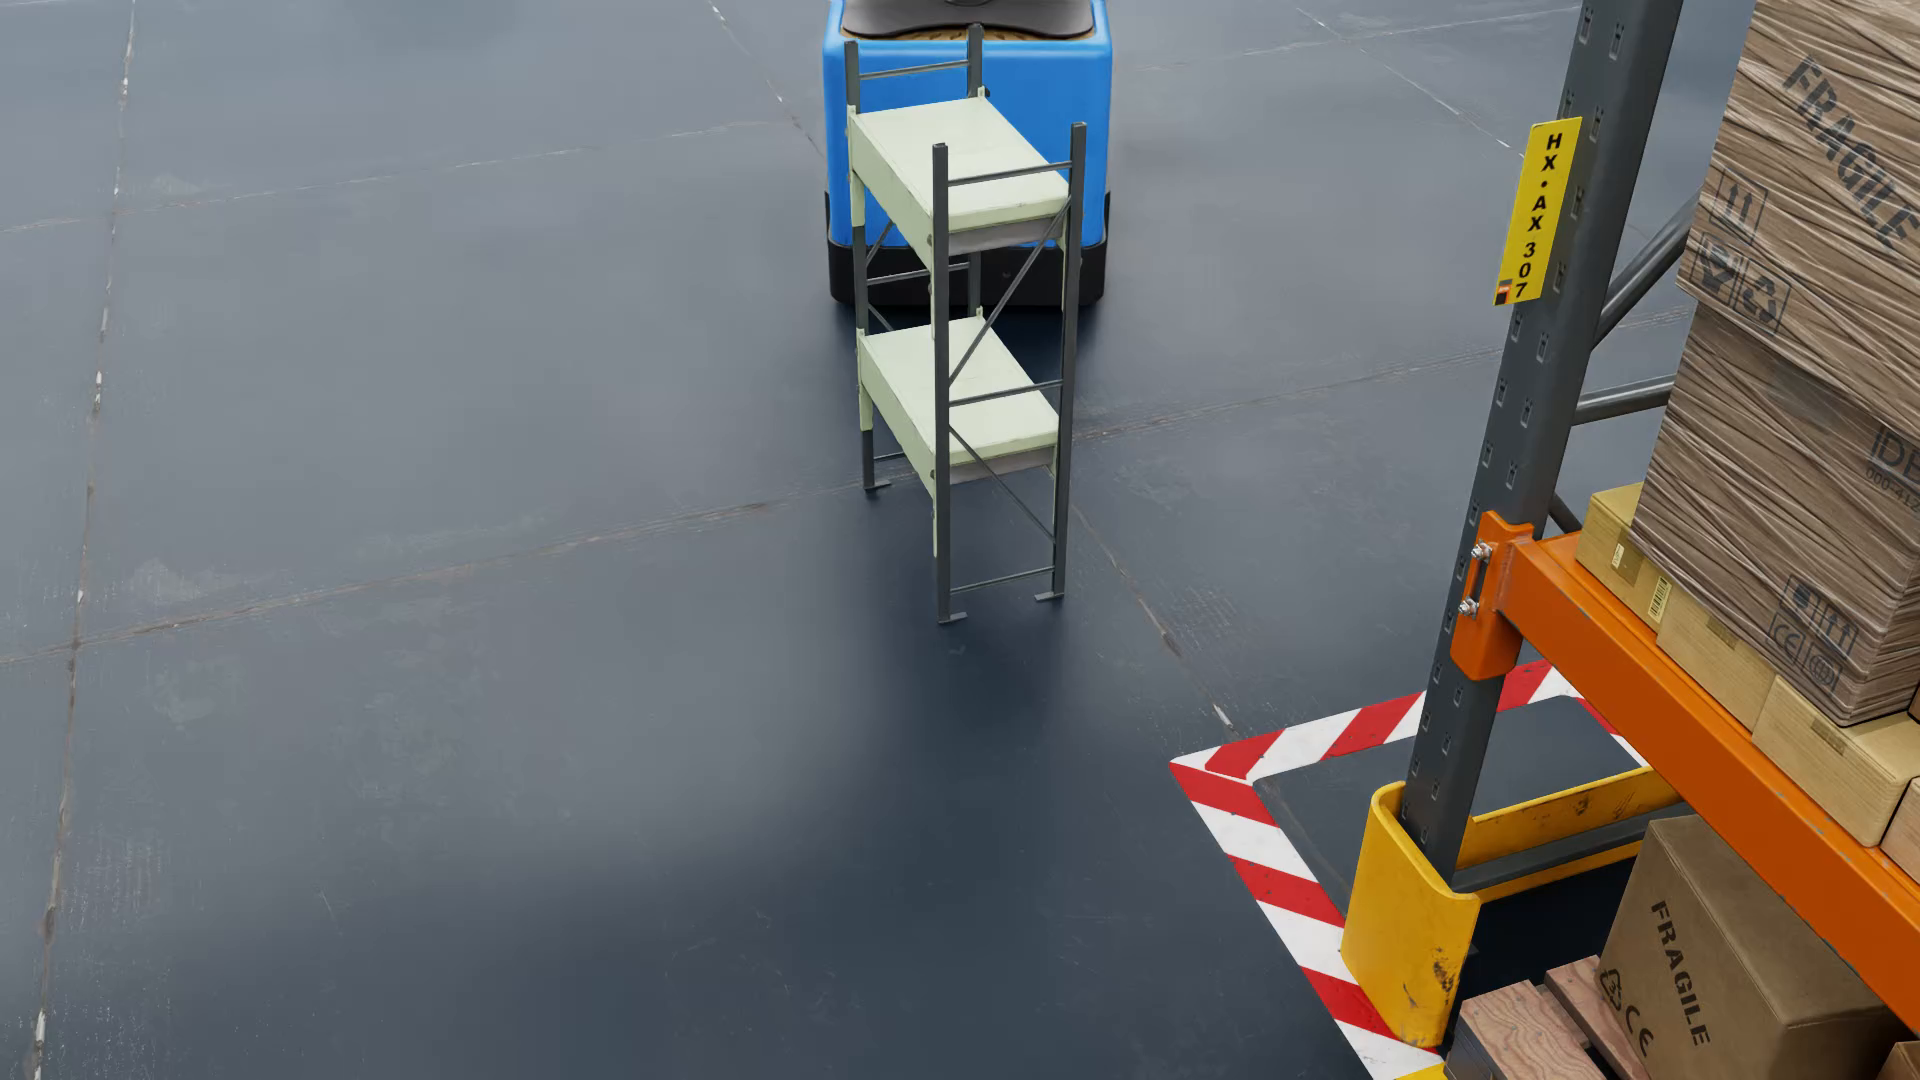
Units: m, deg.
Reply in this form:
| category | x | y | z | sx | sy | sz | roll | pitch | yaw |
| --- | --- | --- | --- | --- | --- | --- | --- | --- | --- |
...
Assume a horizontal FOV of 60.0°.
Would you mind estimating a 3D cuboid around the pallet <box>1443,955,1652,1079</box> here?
| category | x | y | z | sx | sy | sz | roll | pitch | yaw |
| --- | --- | --- | --- | --- | --- | --- | --- | --- | --- |
| pallet | 1.739 | 1.317 | 3.326 | 1.003 | 0.211 | 1.213 | -12 | 39 | -16 |

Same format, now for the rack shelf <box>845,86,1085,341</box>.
| category | x | y | z | sx | sy | sz | roll | pitch | yaw |
| --- | --- | --- | --- | --- | --- | --- | --- | --- | --- |
| rack shelf | -0.002 | -0.915 | 4.569 | 0.431 | 0.370 | 0.720 | -12 | 39 | -16 |

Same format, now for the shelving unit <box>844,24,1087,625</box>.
| category | x | y | z | sx | sy | sz | roll | pitch | yaw |
| --- | --- | --- | --- | --- | --- | --- | --- | --- | --- |
| shelving unit | -0.002 | -0.603 | 4.804 | 0.431 | 1.500 | 0.755 | -12 | 39 | -16 |

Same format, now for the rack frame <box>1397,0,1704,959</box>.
| category | x | y | z | sx | sy | sz | roll | pitch | yaw |
| --- | --- | --- | --- | --- | --- | --- | --- | --- | --- |
| rack frame | 1.466 | -0.306 | 3.163 | 1.000 | 3.000 | 0.127 | -12 | 39 | -16 |

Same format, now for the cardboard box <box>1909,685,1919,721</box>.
| category | x | y | z | sx | sy | sz | roll | pitch | yaw |
| --- | --- | --- | --- | --- | --- | --- | --- | --- | --- |
| cardboard box | 1.914 | 0.109 | 2.282 | 0.875 | 0.500 | 0.500 | -12 | 39 | -16 |

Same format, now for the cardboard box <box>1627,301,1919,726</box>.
| category | x | y | z | sx | sy | sz | roll | pitch | yaw |
| --- | --- | --- | --- | --- | --- | --- | --- | --- | --- |
| cardboard box | 1.630 | -0.148 | 2.624 | 0.875 | 0.500 | 0.500 | -12 | 39 | -16 |

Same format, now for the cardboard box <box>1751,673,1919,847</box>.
| category | x | y | z | sx | sy | sz | roll | pitch | yaw |
| --- | --- | --- | --- | --- | --- | --- | --- | --- | --- |
| cardboard box | 1.481 | 0.294 | 2.575 | 0.380 | 0.149 | 0.250 | -12 | 39 | -16 |

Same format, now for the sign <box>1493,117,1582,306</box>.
| category | x | y | z | sx | sy | sz | roll | pitch | yaw |
| --- | --- | --- | --- | --- | --- | --- | --- | --- | --- |
| sign | 0.957 | -0.539 | 2.754 | 0.100 | 0.325 | 0.005 | -12 | 39 | -16 |

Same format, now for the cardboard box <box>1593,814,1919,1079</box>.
| category | x | y | z | sx | sy | sz | roll | pitch | yaw |
| --- | --- | --- | --- | --- | --- | --- | --- | --- | --- |
| cardboard box | 1.665 | 0.881 | 3.316 | 0.500 | 0.500 | 0.500 | -6 | 37 | -7 |

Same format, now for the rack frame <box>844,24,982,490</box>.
| category | x | y | z | sx | sy | sz | roll | pitch | yaw |
| --- | --- | --- | --- | --- | --- | --- | --- | --- | --- |
| rack frame | -0.128 | -0.810 | 5.078 | 0.400 | 1.500 | 0.023 | -12 | 39 | -16 |

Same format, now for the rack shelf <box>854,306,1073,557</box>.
| category | x | y | z | sx | sy | sz | roll | pitch | yaw |
| --- | --- | --- | --- | --- | --- | --- | --- | --- | --- |
| rack shelf | -0.002 | -0.342 | 5.000 | 0.431 | 0.370 | 0.720 | -12 | 39 | -16 |

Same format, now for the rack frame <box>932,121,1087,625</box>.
| category | x | y | z | sx | sy | sz | roll | pitch | yaw |
| --- | --- | --- | --- | --- | --- | --- | --- | --- | --- |
| rack frame | 0.124 | -0.396 | 4.529 | 0.400 | 1.500 | 0.023 | -12 | 39 | -16 |

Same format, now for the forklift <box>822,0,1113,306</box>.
| category | x | y | z | sx | sy | sz | roll | pitch | yaw |
| --- | --- | --- | --- | --- | --- | --- | --- | --- | --- |
| forklift | 0.036 | -2.914 | 6.682 | 1.130 | 2.935 | 3.031 | 0 | 37 | 0 |

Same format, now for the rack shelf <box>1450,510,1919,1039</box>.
| category | x | y | z | sx | sy | sz | roll | pitch | yaw |
| --- | --- | --- | --- | --- | --- | --- | --- | --- | --- |
| rack shelf | 2.155 | 1.111 | 1.880 | 1.077 | 0.370 | 4.000 | -12 | 39 | -16 |

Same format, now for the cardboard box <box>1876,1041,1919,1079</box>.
| category | x | y | z | sx | sy | sz | roll | pitch | yaw |
| --- | --- | --- | --- | --- | --- | --- | --- | --- | --- |
| cardboard box | 1.903 | 1.211 | 2.877 | 0.500 | 0.500 | 0.500 | -3 | 37 | -4 |

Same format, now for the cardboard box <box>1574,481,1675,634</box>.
| category | x | y | z | sx | sy | sz | roll | pitch | yaw |
| --- | --- | --- | --- | --- | --- | --- | --- | --- | --- |
| cardboard box | 1.341 | 0.005 | 2.960 | 0.380 | 0.149 | 0.250 | -12 | 39 | -16 |

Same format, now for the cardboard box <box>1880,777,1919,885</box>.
| category | x | y | z | sx | sy | sz | roll | pitch | yaw |
| --- | --- | --- | --- | --- | --- | --- | --- | --- | --- |
| cardboard box | 1.586 | 0.431 | 2.393 | 0.380 | 0.149 | 0.250 | -12 | 39 | -16 |

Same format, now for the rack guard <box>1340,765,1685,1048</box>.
| category | x | y | z | sx | sy | sz | roll | pitch | yaw |
| --- | --- | --- | --- | --- | --- | --- | --- | --- | --- |
| rack guard | 1.492 | 0.735 | 3.858 | 1.175 | 0.500 | 0.348 | -12 | 39 | -16 |

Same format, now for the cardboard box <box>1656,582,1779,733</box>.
| category | x | y | z | sx | sy | sz | roll | pitch | yaw |
| --- | --- | --- | --- | --- | --- | --- | --- | --- | --- |
| cardboard box | 1.409 | 0.150 | 2.767 | 0.380 | 0.149 | 0.250 | -12 | 39 | -16 |

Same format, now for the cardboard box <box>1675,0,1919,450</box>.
| category | x | y | z | sx | sy | sz | roll | pitch | yaw |
| --- | --- | --- | --- | --- | --- | --- | --- | --- | --- |
| cardboard box | 1.400 | -0.497 | 2.255 | 0.500 | 0.500 | 0.500 | -12 | 39 | -16 |
